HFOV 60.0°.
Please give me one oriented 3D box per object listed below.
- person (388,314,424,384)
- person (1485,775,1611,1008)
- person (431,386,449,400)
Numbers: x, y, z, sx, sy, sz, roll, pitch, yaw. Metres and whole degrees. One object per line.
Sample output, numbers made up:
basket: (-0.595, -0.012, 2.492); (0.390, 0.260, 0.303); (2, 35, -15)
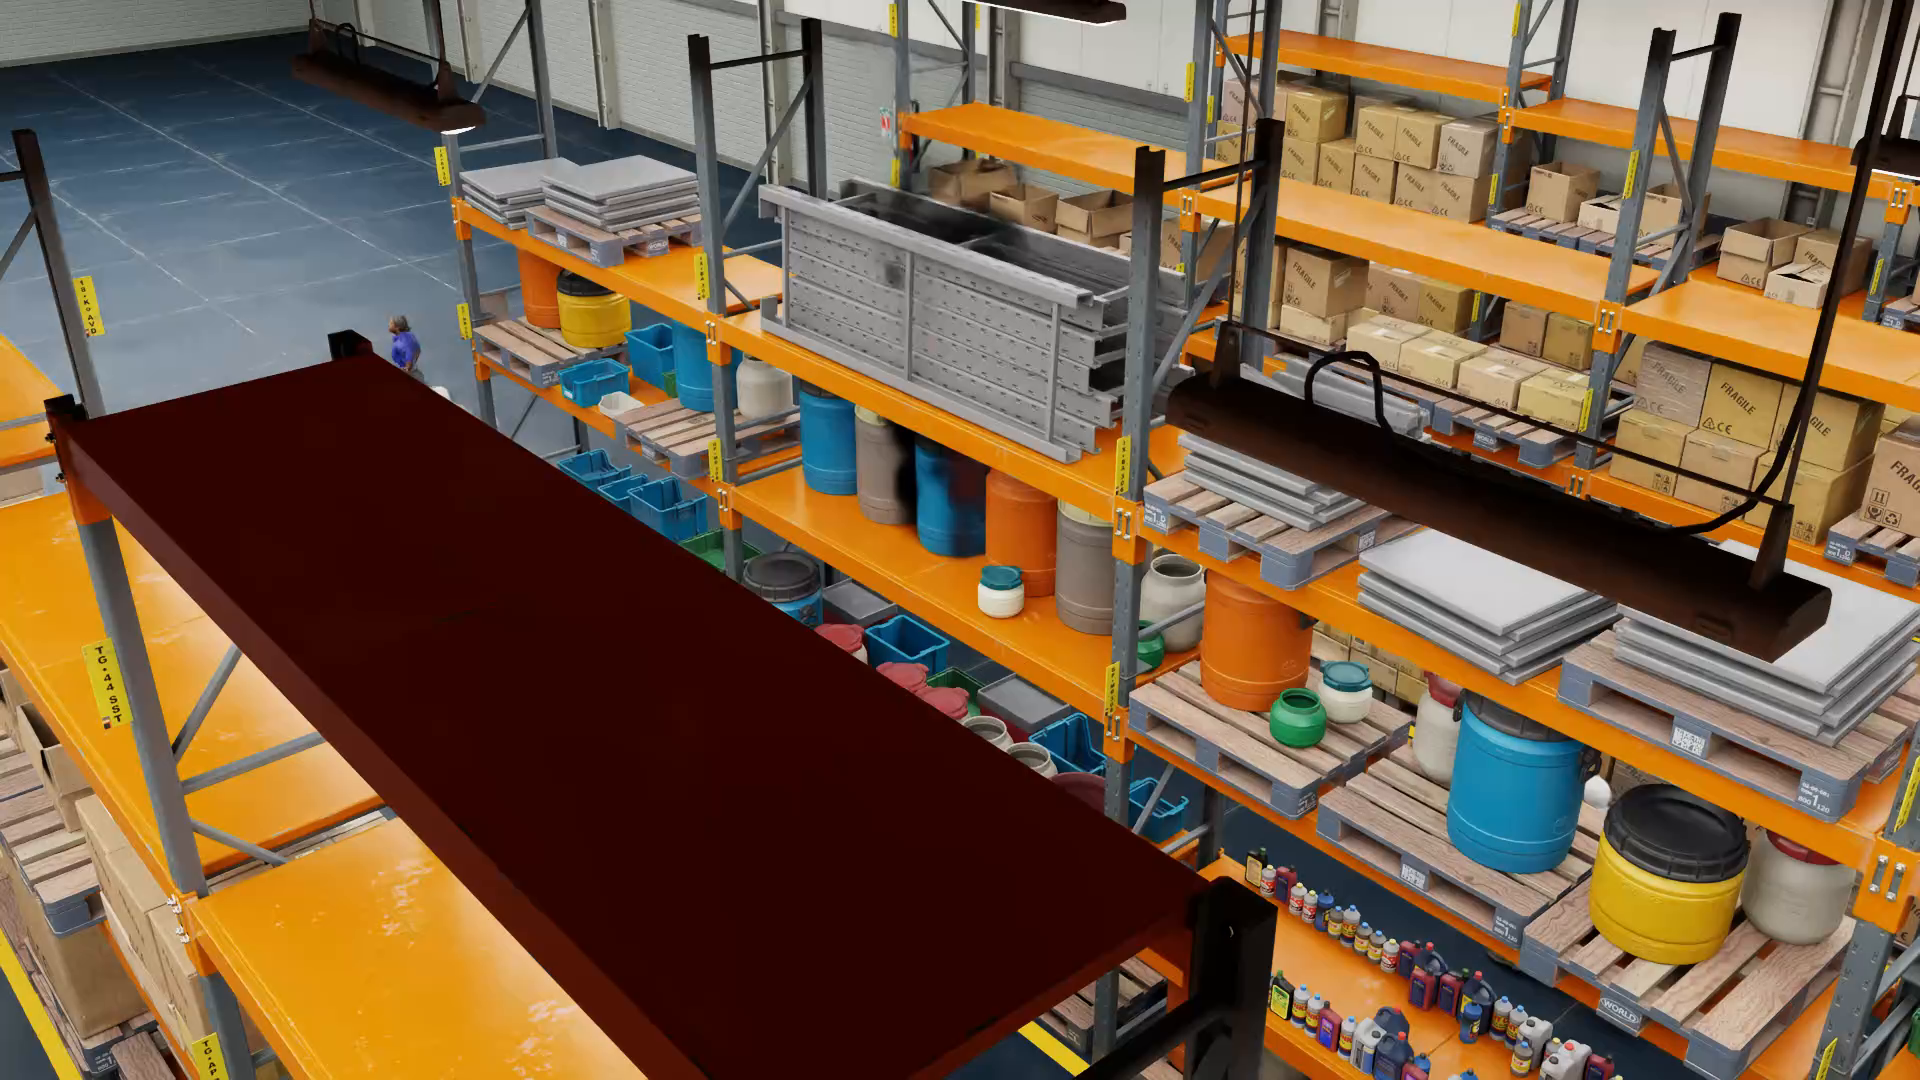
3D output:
person: (-6.424, -1.857, 19.466); (0.595, 1.626, 0.571); (-6, 28, -12)
person: (4.059, 2.297, 11.079); (0.963, 1.767, 0.667); (23, 35, 37)
person: (-5.257, -0.774, 17.152); (0.872, 1.786, 0.706); (-2, 27, -4)
